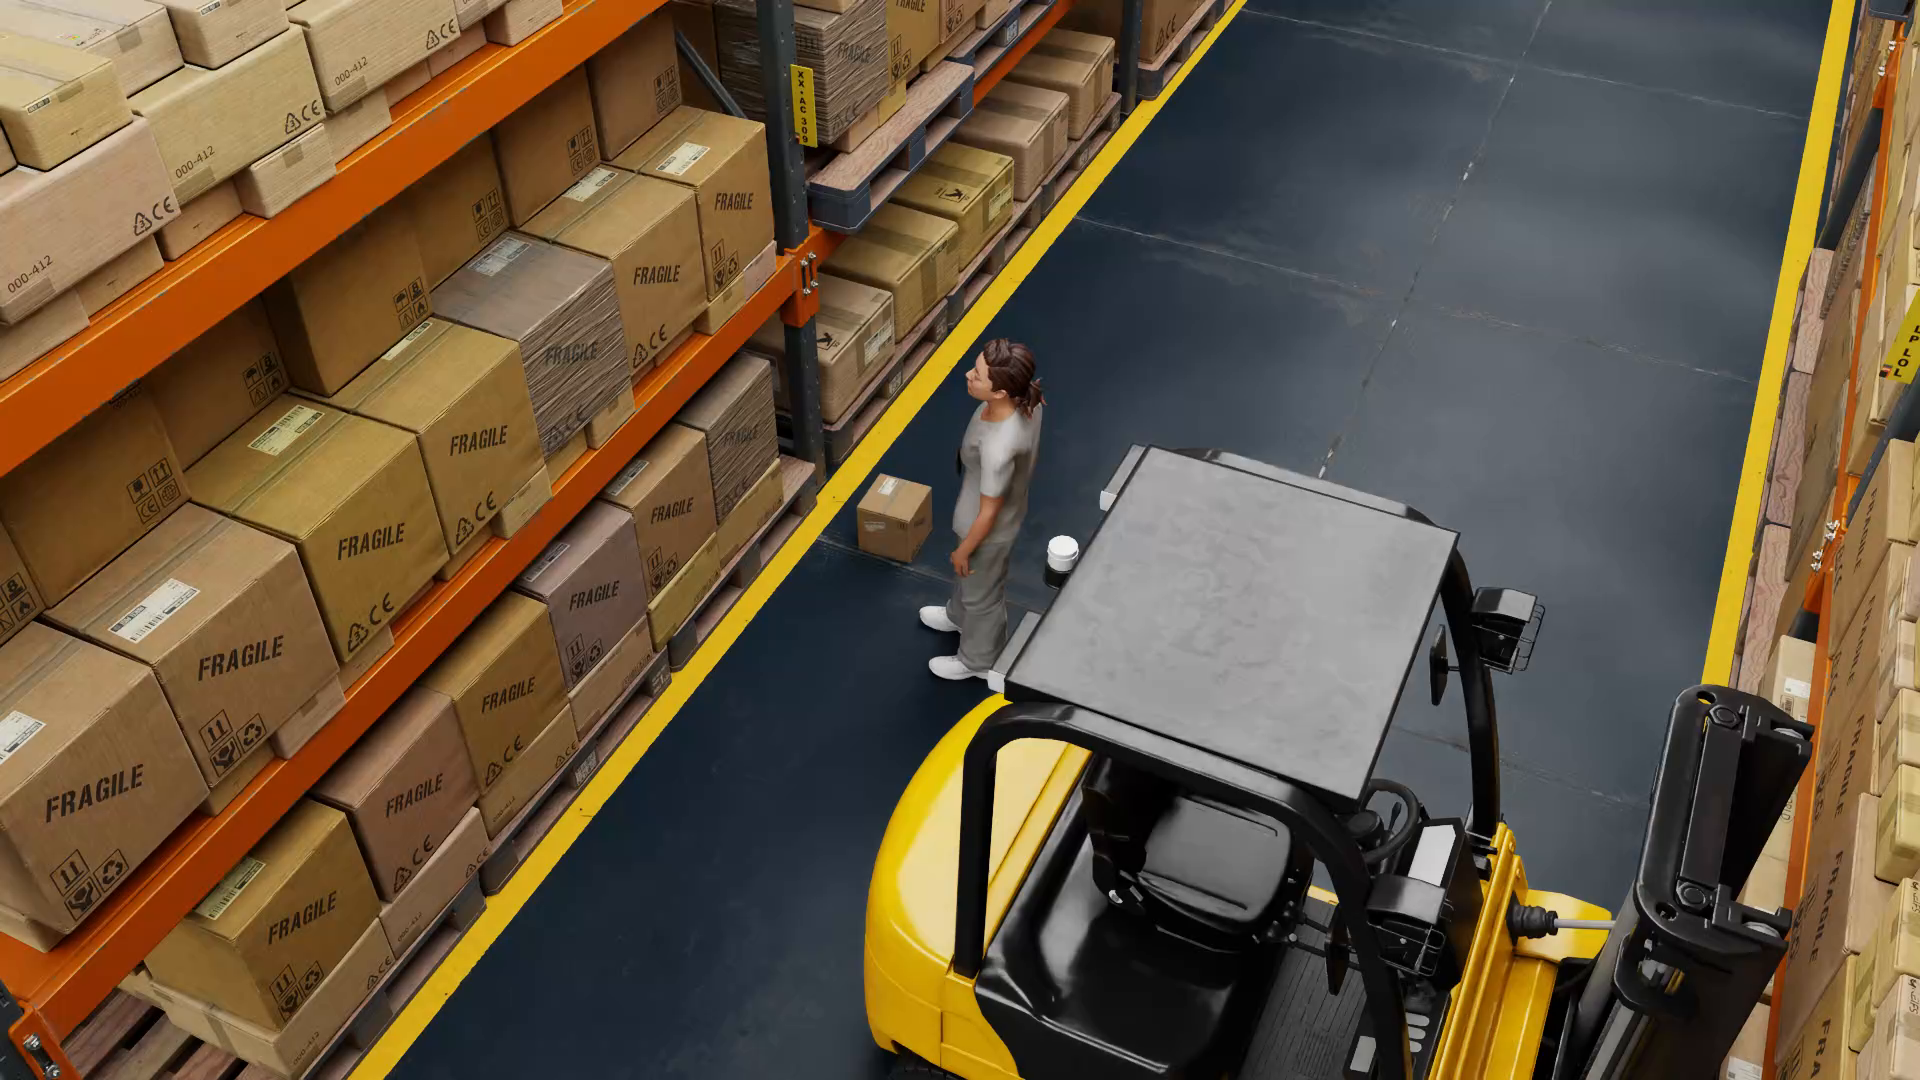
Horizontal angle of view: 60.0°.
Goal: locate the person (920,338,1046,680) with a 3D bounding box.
[{"bbox_3d":[0.043,-0.097,6.255,0.548,1.674,0.550,9,43,10],"label":"person"}]
